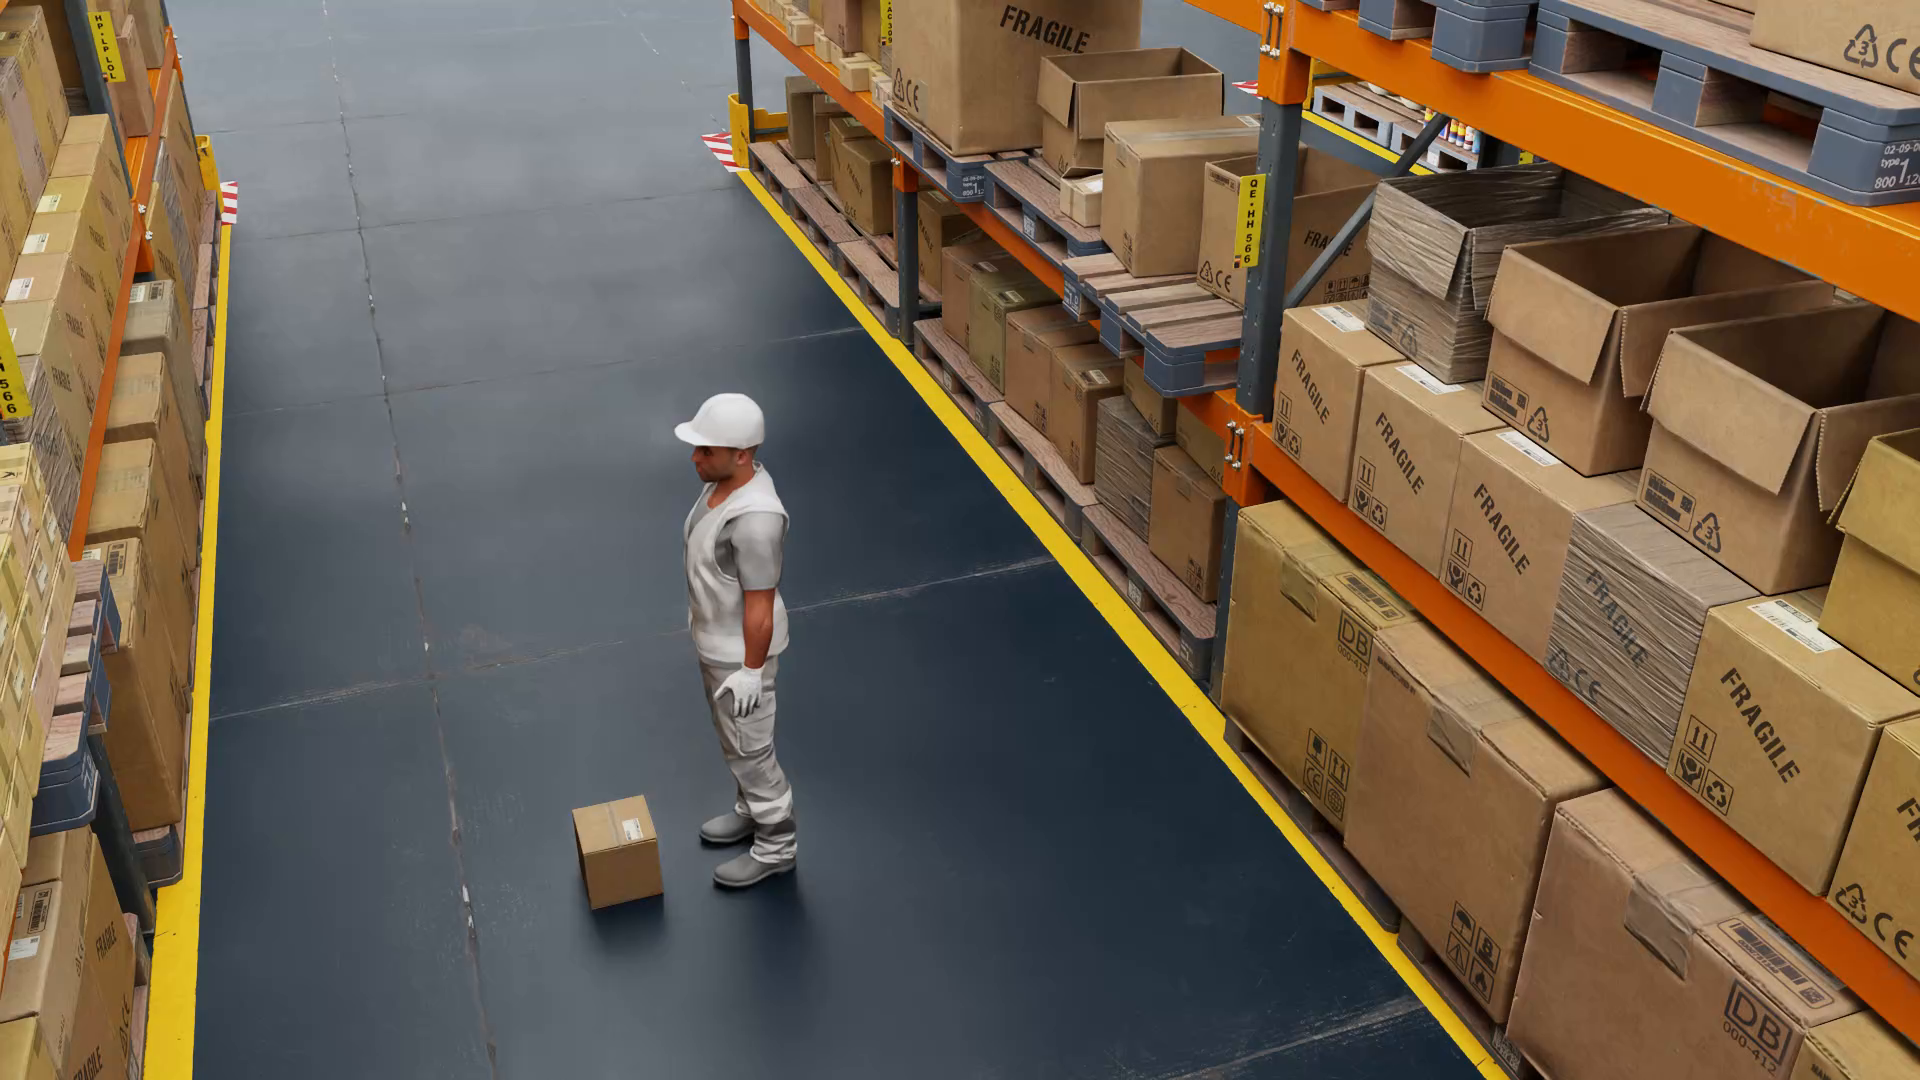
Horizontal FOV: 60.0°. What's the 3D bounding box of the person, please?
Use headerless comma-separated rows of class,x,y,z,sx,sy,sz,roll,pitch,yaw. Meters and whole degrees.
person,-0.736,0.338,5.507,0.346,1.787,0.523,-10,31,-16
